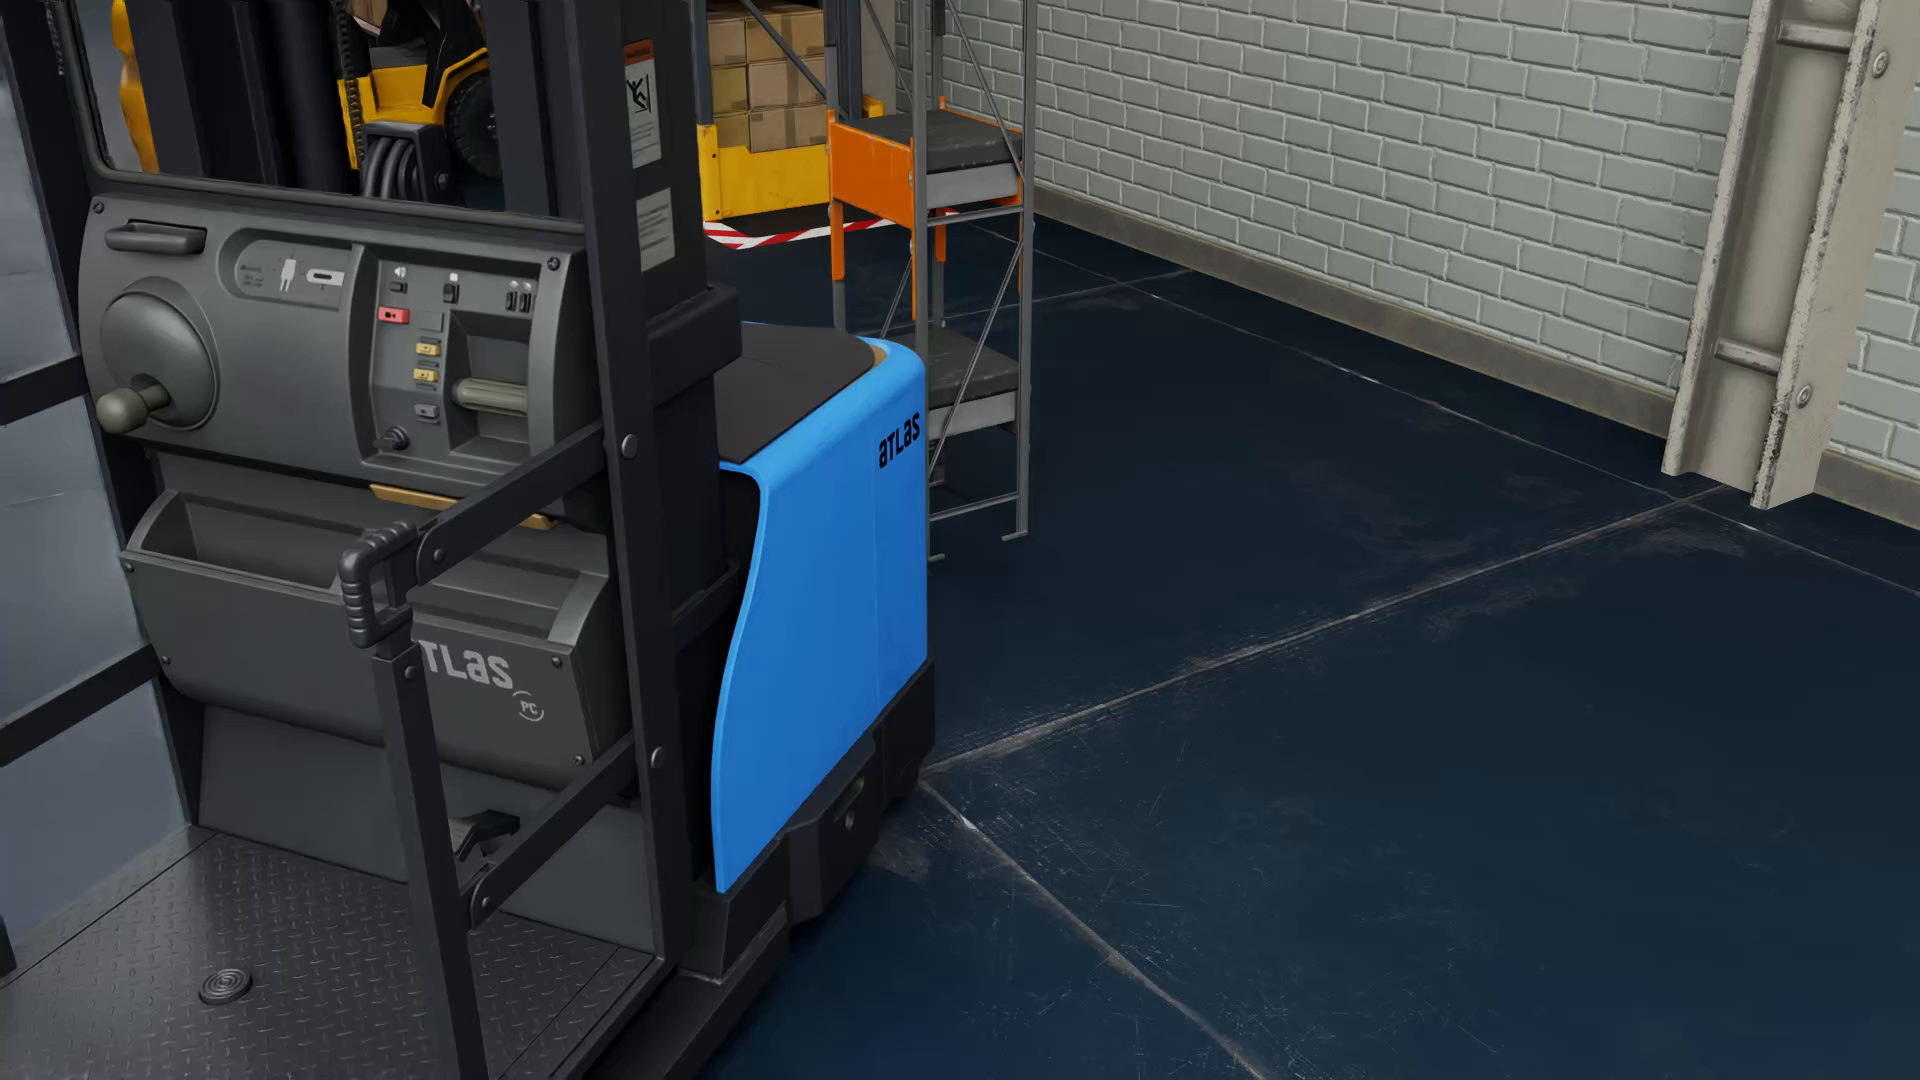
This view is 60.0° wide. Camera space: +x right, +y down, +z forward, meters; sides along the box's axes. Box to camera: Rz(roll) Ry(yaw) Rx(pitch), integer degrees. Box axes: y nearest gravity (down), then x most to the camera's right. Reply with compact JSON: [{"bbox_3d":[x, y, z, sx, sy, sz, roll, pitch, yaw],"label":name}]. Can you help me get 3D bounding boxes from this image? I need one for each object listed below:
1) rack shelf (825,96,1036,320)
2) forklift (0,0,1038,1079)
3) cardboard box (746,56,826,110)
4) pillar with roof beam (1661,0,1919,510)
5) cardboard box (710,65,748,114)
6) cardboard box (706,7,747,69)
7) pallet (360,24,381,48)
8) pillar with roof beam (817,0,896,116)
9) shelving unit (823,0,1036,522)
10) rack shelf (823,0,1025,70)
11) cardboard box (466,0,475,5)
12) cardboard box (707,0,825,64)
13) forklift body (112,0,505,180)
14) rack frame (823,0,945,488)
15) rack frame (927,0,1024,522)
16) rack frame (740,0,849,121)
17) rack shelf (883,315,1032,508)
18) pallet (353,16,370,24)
[{"bbox_3d":[-0.090,-0.996,4.933,0.431,0.518,0.480,-16,29,-30],"label":"rack shelf"},{"bbox_3d":[-0.845,-0.536,2.952,1.130,2.935,4.310,10,27,20],"label":"forklift"},{"bbox_3d":[-1.074,-2.637,9.466,0.500,0.250,0.500,-15,29,-29],"label":"cardboard box"},{"bbox_3d":[-0.947,-3.271,1.637,9.100,9.000,0.400,-16,29,-30],"label":"pillar with roof beam"},{"bbox_3d":[-1.519,-2.522,9.222,0.500,0.250,0.500,-16,30,-30],"label":"cardboard box"},{"bbox_3d":[-1.504,-2.739,9.095,0.500,0.250,0.500,-14,29,-28],"label":"cardboard box"},{"bbox_3d":[-4.280,-4.109,13.707,1.003,0.211,1.213,-16,29,-30],"label":"pallet"},{"bbox_3d":[-4.223,-5.417,6.183,9.100,9.000,0.400,-16,29,-30],"label":"pillar with roof beam"},{"bbox_3d":[-0.092,-1.010,4.929,0.431,2.100,0.499,-16,29,-30],"label":"shelving unit"},{"bbox_3d":[-0.090,-1.629,4.634,0.431,0.518,0.480,-16,29,-30],"label":"rack shelf"},{"bbox_3d":[-3.173,-3.831,11.410,0.500,0.250,0.500,-16,30,-30],"label":"cardboard box"},{"bbox_3d":[-1.095,-2.863,9.358,0.500,0.250,0.500,-16,30,-30],"label":"cardboard box"},{"bbox_3d":[-3.555,-3.117,9.334,2.313,2.155,1.214,-16,29,-30],"label":"forklift body"},{"bbox_3d":[-0.224,-1.096,5.112,0.400,2.100,0.015,-16,29,-30],"label":"rack frame"},{"bbox_3d":[0.044,-0.922,4.743,0.380,1.831,0.006,-16,29,-30],"label":"rack frame"},{"bbox_3d":[-0.994,-3.247,8.615,0.949,2.616,0.053,-16,29,-30],"label":"rack frame"},{"bbox_3d":[-0.090,-0.363,5.232,0.431,0.518,0.480,-16,29,-30],"label":"rack shelf"},{"bbox_3d":[-4.941,-4.545,14.630,1.003,0.211,1.213,-16,29,-30],"label":"pallet"}]
